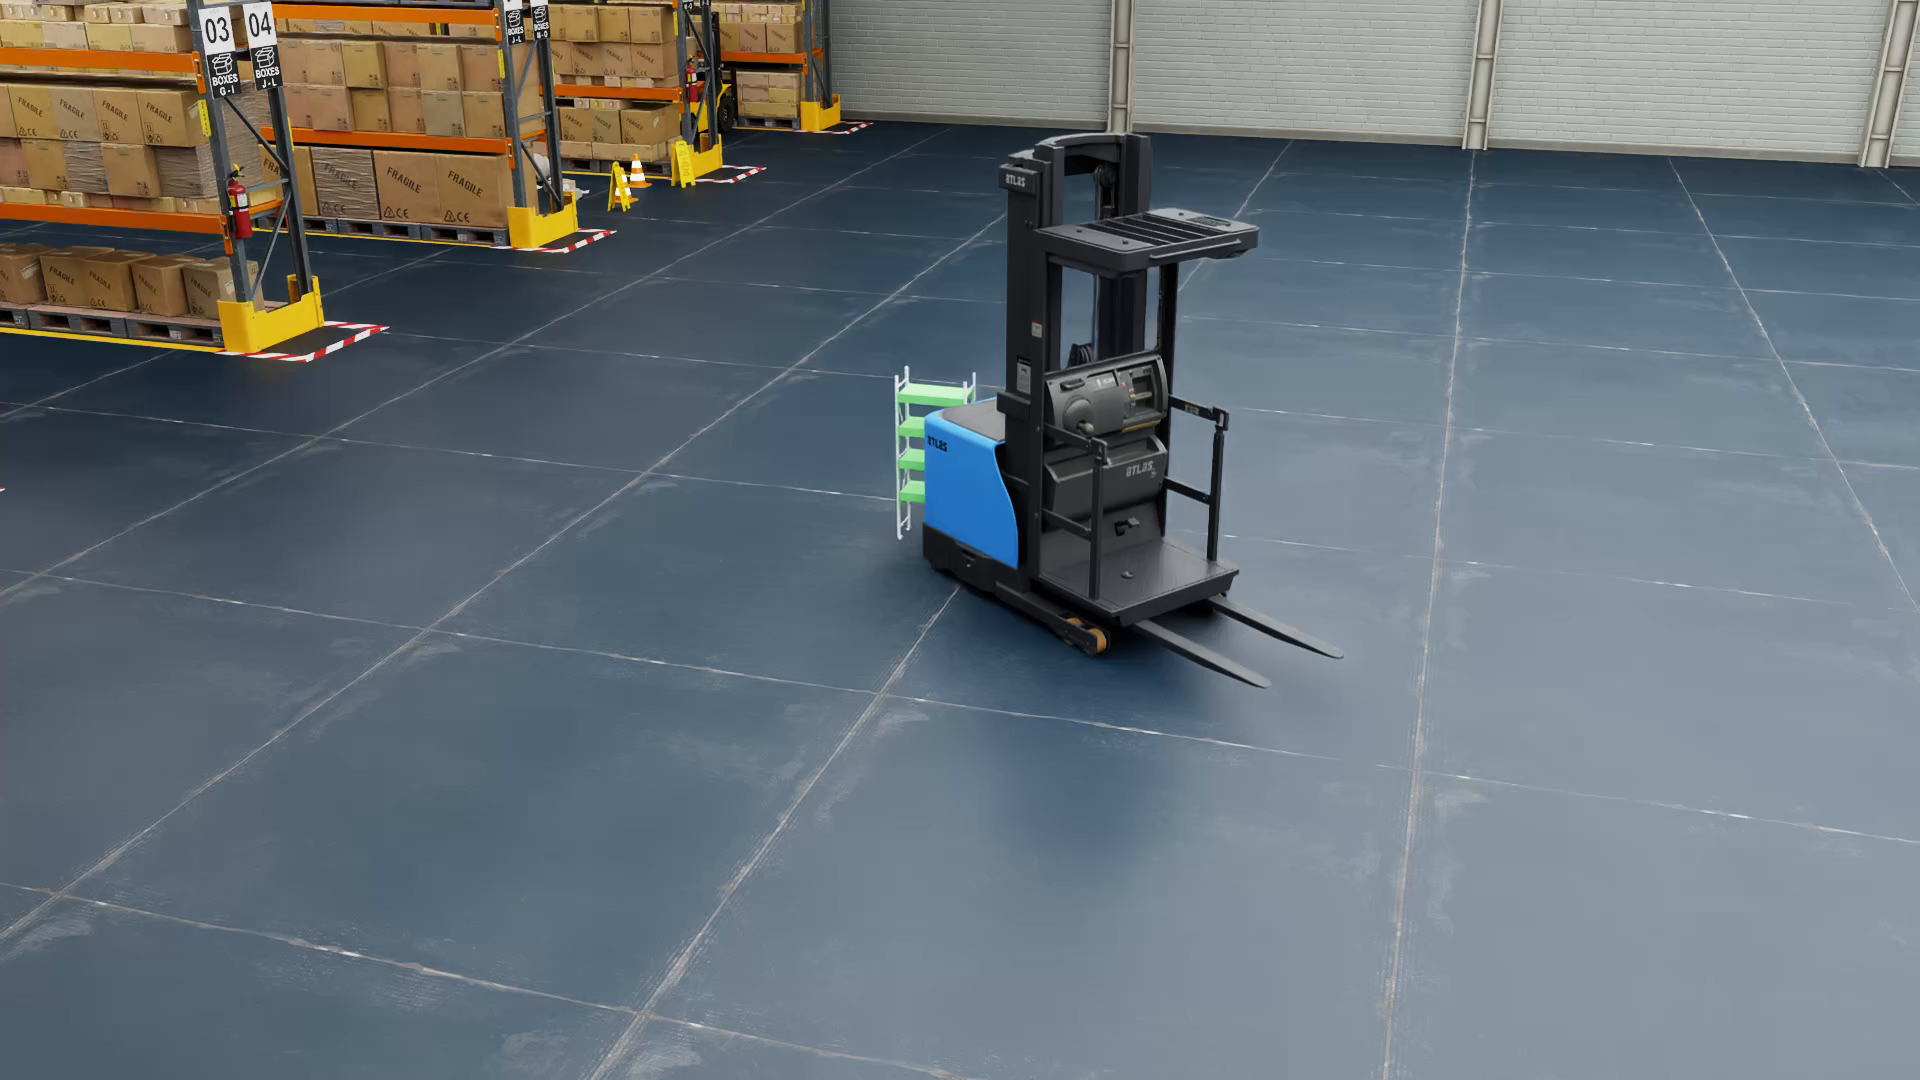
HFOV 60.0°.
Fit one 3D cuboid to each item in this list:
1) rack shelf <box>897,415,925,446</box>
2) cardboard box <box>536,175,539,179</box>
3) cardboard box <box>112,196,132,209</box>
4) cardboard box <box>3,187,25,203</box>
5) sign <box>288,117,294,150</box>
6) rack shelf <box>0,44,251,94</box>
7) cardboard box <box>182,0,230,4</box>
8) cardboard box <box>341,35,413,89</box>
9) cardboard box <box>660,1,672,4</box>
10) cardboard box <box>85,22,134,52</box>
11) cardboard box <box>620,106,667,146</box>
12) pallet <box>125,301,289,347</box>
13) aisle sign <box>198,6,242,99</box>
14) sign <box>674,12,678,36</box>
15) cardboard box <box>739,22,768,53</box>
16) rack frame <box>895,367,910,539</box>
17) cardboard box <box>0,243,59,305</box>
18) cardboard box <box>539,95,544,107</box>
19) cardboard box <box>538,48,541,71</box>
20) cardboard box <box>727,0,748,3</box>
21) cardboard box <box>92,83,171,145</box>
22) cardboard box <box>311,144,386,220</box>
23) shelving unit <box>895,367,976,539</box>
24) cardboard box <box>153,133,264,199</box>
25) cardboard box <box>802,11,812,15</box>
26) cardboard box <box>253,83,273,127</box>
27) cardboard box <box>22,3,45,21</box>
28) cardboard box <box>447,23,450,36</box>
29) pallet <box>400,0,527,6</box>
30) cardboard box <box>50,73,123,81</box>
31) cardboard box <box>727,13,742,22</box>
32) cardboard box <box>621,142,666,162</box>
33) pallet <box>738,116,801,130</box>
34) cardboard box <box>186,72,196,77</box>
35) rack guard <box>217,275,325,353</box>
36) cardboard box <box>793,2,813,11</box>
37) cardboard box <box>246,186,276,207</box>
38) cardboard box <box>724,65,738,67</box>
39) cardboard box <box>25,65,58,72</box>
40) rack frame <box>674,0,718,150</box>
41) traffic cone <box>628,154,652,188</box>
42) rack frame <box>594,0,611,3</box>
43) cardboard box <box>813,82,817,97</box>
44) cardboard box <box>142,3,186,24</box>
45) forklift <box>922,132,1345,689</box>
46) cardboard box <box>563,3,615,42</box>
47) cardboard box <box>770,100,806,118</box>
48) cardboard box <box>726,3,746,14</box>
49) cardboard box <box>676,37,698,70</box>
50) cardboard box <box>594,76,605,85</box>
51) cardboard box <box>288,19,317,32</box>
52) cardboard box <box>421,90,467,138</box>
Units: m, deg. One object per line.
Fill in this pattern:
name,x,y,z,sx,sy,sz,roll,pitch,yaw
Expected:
rack shelf,-0.168,-0.741,11.530,0.480,0.148,0.258,6,23,15
cardboard box,-6.363,-5.140,23.637,0.637,0.503,0.797,-9,24,-21
cardboard box,-8.101,-3.373,16.372,0.250,0.149,0.380,7,23,16
cardboard box,-9.320,-3.483,16.639,0.250,0.149,0.380,7,23,16
sign,-6.656,-4.019,16.475,0.005,0.325,0.100,7,23,16
rack shelf,-8.728,-4.696,16.260,4.000,0.370,1.077,7,23,16
cardboard box,-7.230,-5.102,15.975,0.250,0.149,0.380,7,23,17
cardboard box,-7.223,-5.984,20.786,0.500,0.550,0.875,7,23,16
cardboard box,-5.134,-9.501,29.601,0.250,0.149,0.380,6,23,15
cardboard box,-7.827,-4.754,15.652,0.500,0.250,0.500,7,23,16
cardboard box,-4.793,-6.284,25.219,0.500,0.500,0.500,7,23,16
pallet,-7.653,-2.241,16.956,1.213,0.211,1.003,7,23,16
aisle sign,-6.840,-4.508,15.383,0.004,0.787,0.394,7,23,16
sign,-4.130,-7.504,24.170,0.005,0.325,0.100,7,23,16
cardboard box,-3.561,-8.891,29.361,0.500,0.500,0.500,7,23,17
rack frame,-0.401,-0.605,11.662,0.015,1.200,0.240,6,23,15
cardboard box,-9.720,-2.779,17.333,0.500,0.500,0.500,15,27,32
cardboard box,-6.439,-6.747,25.493,0.250,0.149,0.380,8,24,19
cardboard box,-6.475,-7.388,25.306,0.500,0.500,0.500,6,23,15
cardboard box,-3.993,-9.606,29.857,0.250,0.149,0.380,6,23,14
cardboard box,-7.891,-4.091,15.950,0.500,0.500,0.500,7,23,16
cardboard box,-7.667,-4.670,21.450,0.875,0.875,0.875,7,23,16
shelving unit,-0.168,-0.578,11.597,0.503,1.200,0.258,6,23,15
cardboard box,-7.332,-3.676,16.254,0.500,0.500,0.875,7,23,16
cardboard box,-2.770,-9.304,29.512,0.250,0.149,0.380,6,23,14
cardboard box,-8.756,-5.684,21.477,0.550,0.550,0.875,7,23,16
cardboard box,-8.661,-5.033,15.808,0.250,0.149,0.380,5,23,13
cardboard box,-8.146,-7.994,26.229,0.500,0.500,0.500,7,23,17
pallet,-5.997,-6.637,20.161,1.213,0.211,1.003,7,23,16
cardboard box,-8.697,-4.391,16.682,0.500,0.500,0.500,7,23,16
cardboard box,-3.920,-9.220,29.308,0.250,0.149,0.380,6,23,14
cardboard box,-4.825,-5.938,25.362,0.500,0.250,0.500,6,23,15
pallet,-3.264,-7.604,30.030,1.213,0.211,1.003,7,23,16
cardboard box,-9.590,-6.212,21.512,0.500,0.500,0.700,6,23,15
rack guard,-6.886,-2.273,16.653,0.348,0.500,1.175,7,23,16
cardboard box,-2.780,-9.424,29.414,0.250,0.149,0.380,6,23,14
cardboard box,-7.017,-3.423,16.493,0.250,0.149,0.380,7,23,16
cardboard box,-4.369,-8.503,30.299,0.500,0.250,0.500,6,23,14
cardboard box,-12.031,-6.490,22.191,0.500,0.500,0.700,6,23,15
rack frame,-3.950,-7.022,24.936,0.127,3.000,1.000,7,23,16
traffic cone,-4.735,-5.427,24.390,0.334,0.463,0.336,7,23,16
rack frame,-6.350,-9.264,30.403,0.127,3.000,1.000,7,23,16
cardboard box,-2.910,-8.106,29.991,0.500,0.250,0.500,7,23,16
cardboard box,-7.384,-4.912,15.513,0.250,0.149,0.380,6,23,14
forklift,1.037,-0.866,10.019,1.130,2.935,3.031,-16,27,-34
cardboard box,-5.503,-7.722,24.801,0.500,0.500,0.700,6,23,15
cardboard box,-3.061,-7.685,29.622,0.500,0.250,0.500,7,23,16
cardboard box,-3.926,-9.350,29.232,0.250,0.149,0.380,7,23,17
cardboard box,-4.324,-7.359,25.233,0.500,0.500,0.500,6,23,15
cardboard box,-5.344,-6.989,25.186,0.250,0.149,0.380,7,23,16
cardboard box,-10.234,-8.033,26.325,0.500,0.500,0.500,7,23,16
cardboard box,-6.185,-5.358,20.683,0.550,0.550,0.875,7,23,16
